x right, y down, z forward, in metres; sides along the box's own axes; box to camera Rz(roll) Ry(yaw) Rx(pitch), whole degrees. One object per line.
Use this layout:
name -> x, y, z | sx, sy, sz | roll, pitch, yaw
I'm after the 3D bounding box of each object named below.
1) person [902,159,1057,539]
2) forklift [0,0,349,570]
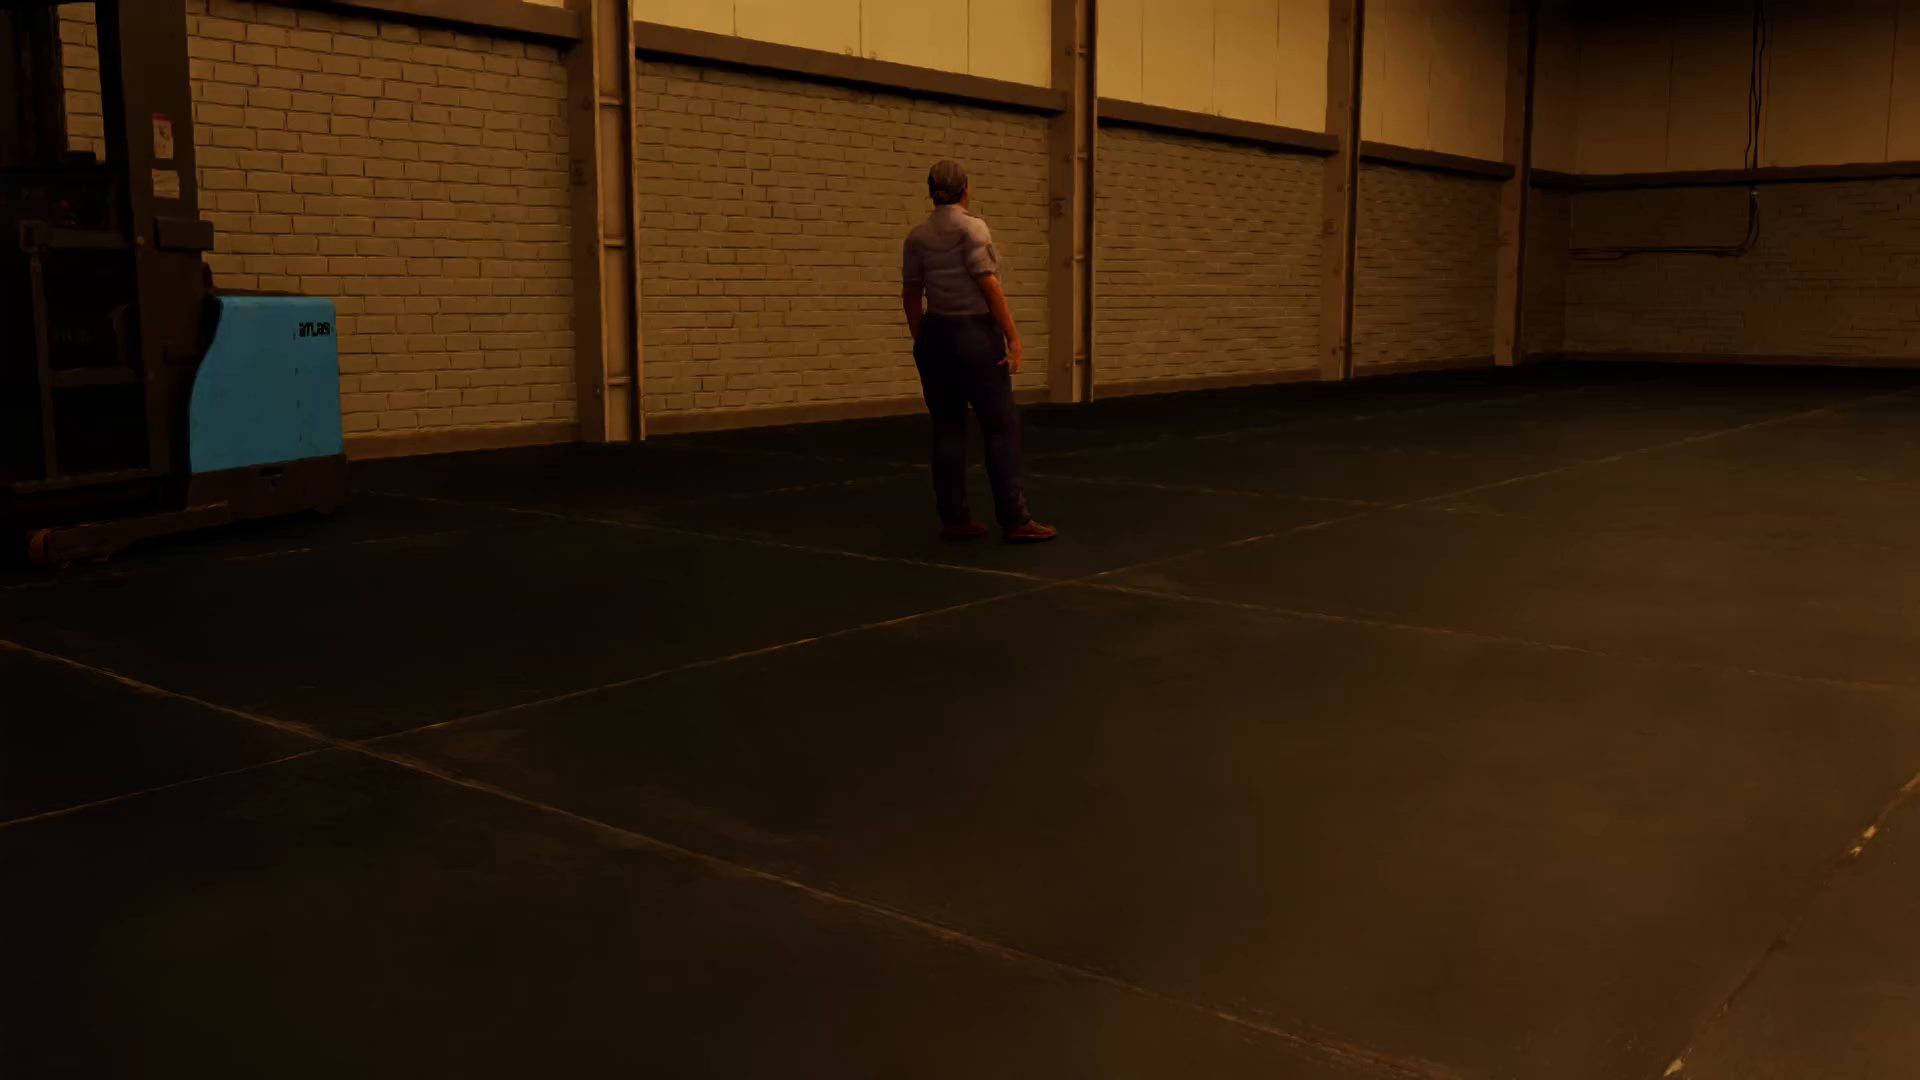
person -> 0.074, -0.830, 7.340 | 0.599, 1.650, 0.502 | 7, 11, 38
forklift -> -3.979, -1.395, 6.815 | 1.130, 2.935, 3.031 | 3, 9, 19
